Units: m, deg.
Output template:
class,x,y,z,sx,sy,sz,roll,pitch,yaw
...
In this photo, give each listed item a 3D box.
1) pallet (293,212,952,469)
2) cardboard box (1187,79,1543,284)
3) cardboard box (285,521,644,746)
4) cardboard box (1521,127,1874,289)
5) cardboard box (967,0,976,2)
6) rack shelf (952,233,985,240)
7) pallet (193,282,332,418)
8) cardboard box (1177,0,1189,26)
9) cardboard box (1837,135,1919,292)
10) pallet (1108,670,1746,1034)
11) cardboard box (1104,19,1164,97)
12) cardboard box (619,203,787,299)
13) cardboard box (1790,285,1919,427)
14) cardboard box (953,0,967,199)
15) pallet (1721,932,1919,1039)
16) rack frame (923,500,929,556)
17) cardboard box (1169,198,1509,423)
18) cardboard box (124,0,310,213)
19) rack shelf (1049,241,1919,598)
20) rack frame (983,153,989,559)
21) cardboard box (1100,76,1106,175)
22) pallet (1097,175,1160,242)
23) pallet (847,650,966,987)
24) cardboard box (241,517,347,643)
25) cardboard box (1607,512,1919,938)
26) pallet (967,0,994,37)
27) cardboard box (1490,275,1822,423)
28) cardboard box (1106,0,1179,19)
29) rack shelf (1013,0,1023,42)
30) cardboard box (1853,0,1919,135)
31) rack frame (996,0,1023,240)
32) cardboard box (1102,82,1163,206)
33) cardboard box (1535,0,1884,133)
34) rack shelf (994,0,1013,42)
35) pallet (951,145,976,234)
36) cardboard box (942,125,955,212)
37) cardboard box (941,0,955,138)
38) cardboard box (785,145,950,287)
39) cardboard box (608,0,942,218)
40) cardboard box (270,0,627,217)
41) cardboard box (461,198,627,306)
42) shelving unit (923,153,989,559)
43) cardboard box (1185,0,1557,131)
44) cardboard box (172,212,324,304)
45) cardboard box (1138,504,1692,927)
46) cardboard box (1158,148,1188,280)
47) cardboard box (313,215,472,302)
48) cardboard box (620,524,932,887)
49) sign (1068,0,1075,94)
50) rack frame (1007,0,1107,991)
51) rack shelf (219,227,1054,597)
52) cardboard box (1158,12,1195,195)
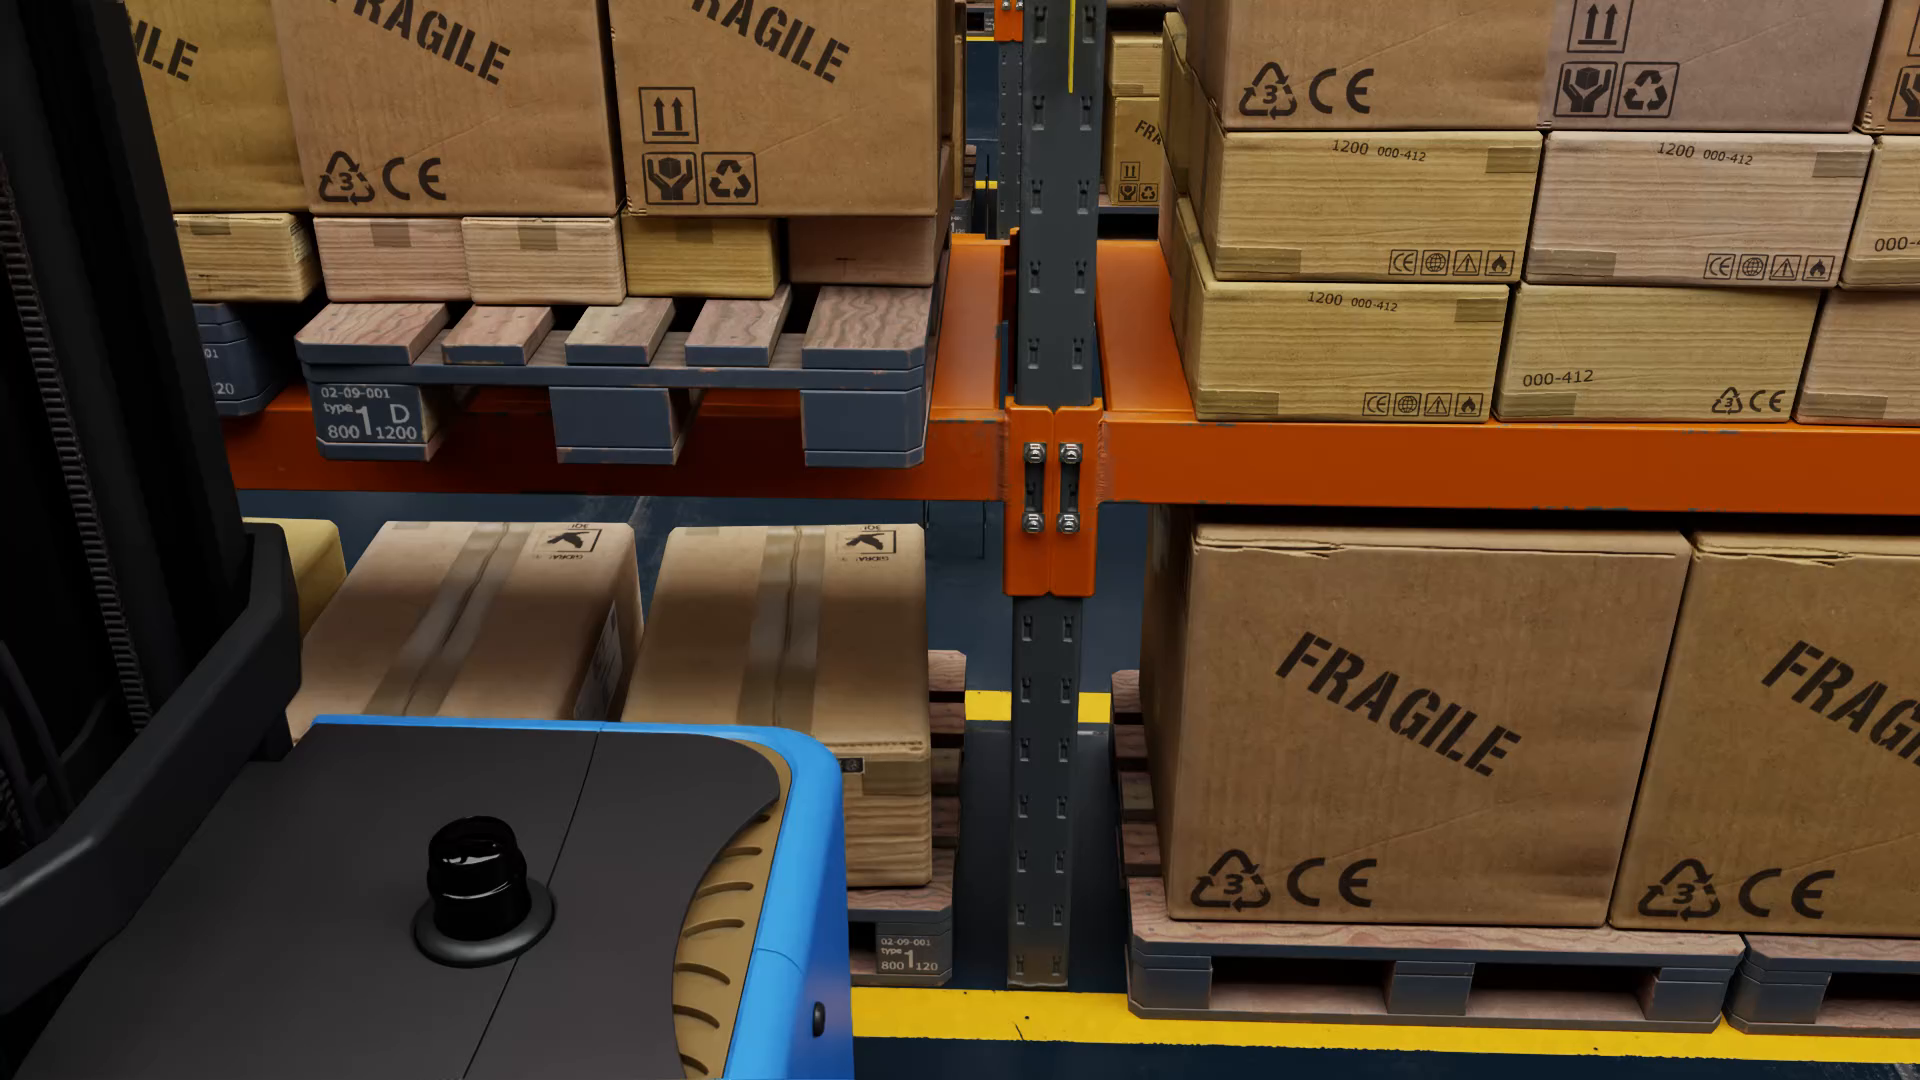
class,x,y,z,sx,sy,sz,roll,pitch,yaw
pallet,-0.537,-0.496,3.187,1.003,0.211,1.213,1,28,2
cardboard box,0.677,-0.649,2.898,0.500,0.250,0.500,1,28,1
cardboard box,-1.123,0.335,3.773,0.625,0.372,0.950,0,28,1
cardboard box,1.193,-0.640,2.881,0.500,0.250,0.500,2,28,3
cardboard box,-0.142,-4.349,12.450,0.500,0.500,0.700,0,28,-1
rack shelf,-0.014,-0.809,4.822,0.180,0.103,0.258,1,28,2
pallet,-1.801,-0.547,3.284,1.213,0.211,1.003,1,28,2
cardboard box,0.705,-1.218,3.171,0.500,0.500,0.500,0,28,0
cardboard box,1.691,-0.626,2.854,0.500,0.250,0.500,1,28,2
pallet,0.964,0.662,3.776,1.213,0.211,1.003,1,28,2
cardboard box,0.933,-2.225,7.664,0.500,0.250,0.500,0,28,-1
cardboard box,-0.427,-0.559,2.921,0.250,0.149,0.380,1,28,3
cardboard box,1.697,-0.415,2.990,0.500,0.250,0.500,2,28,3
cardboard box,-0.353,-2.181,8.115,0.750,0.750,1.050,1,28,1
pallet,2.180,0.683,3.735,1.213,0.211,1.003,1,28,2
rack frame,-0.106,-0.532,4.972,0.006,1.200,0.240,1,28,2
cardboard box,0.659,-0.426,3.012,0.500,0.250,0.500,0,28,1
cardboard box,-1.307,-0.868,2.812,0.500,0.500,0.500,-1,28,-2
rack shelf,2.178,-0.267,3.320,4.000,0.370,1.077,1,28,2
rack frame,0.077,-0.529,4.967,0.006,1.200,0.240,1,28,2
cardboard box,0.920,-2.130,8.285,0.500,0.500,0.500,1,28,2
pallet,1.034,-1.691,8.215,1.213,0.211,1.003,1,28,2
pallet,-0.602,0.600,3.893,1.213,0.211,1.003,1,28,2
cardboard box,-1.881,0.319,3.802,0.625,0.372,0.950,2,28,3
cardboard box,1.758,0.202,3.487,0.875,0.875,0.875,1,28,2
pallet,-0.252,-4.039,12.643,1.213,0.211,1.003,1,28,2
cardboard box,1.173,-0.426,3.011,0.500,0.250,0.500,0,28,0
cardboard box,0.945,-2.461,8.109,0.500,0.250,0.500,0,28,1
rack shelf,2.251,-2.586,7.694,4.000,0.370,1.077,1,28,2
cardboard box,1.676,-0.962,2.688,0.500,0.500,0.500,2,28,3
rack frame,0.253,-2.937,7.588,0.127,3.000,1.000,1,28,2
cardboard box,0.951,-1.887,7.828,0.500,0.500,0.500,0,28,0
cardboard box,1.159,-0.978,2.718,0.500,0.500,0.500,1,28,2
rack shelf,-1.746,-2.652,7.819,4.000,0.370,1.077,1,28,2
pallet,-0.533,-1.753,8.332,1.213,0.211,1.003,1,28,2
cardboard box,-0.139,-0.785,3.349,0.250,0.149,0.380,-1,28,-1
cardboard box,-0.263,-1.095,3.241,0.500,0.500,0.500,0,28,0
cardboard box,-0.157,-0.588,2.977,0.250,0.149,0.380,2,28,4
cardboard box,-0.285,-0.857,2.791,0.500,0.500,0.500,0,28,0
cardboard box,-0.802,-0.860,2.798,0.500,0.500,0.500,1,28,1
cardboard box,-0.681,-0.542,2.890,0.250,0.149,0.380,1,28,1
shelving unit,-0.014,-0.530,4.969,0.189,1.200,0.258,1,28,2
cardboard box,0.663,-0.982,2.725,0.500,0.500,0.500,0,28,0
cardboard box,-1.208,-0.548,2.901,0.250,0.149,0.380,1,28,3
cardboard box,0.866,0.185,3.518,0.875,0.875,0.875,1,28,1
cardboard box,0.694,-0.665,3.462,0.500,0.250,0.500,0,28,0
cardboard box,-0.932,-0.550,2.904,0.250,0.149,0.380,0,28,-1
cardboard box,-0.385,0.343,3.757,0.625,0.372,0.950,-1,28,-2
sign,0.169,-0.841,2.482,0.005,0.325,0.100,1,28,2
rack frame,0.179,-0.618,3.214,0.127,3.000,1.000,1,28,2
rack shelf,-1.820,-0.334,3.445,4.000,0.370,1.077,1,28,2
cardboard box,0.672,-0.884,3.341,0.500,0.250,0.500,1,28,2
